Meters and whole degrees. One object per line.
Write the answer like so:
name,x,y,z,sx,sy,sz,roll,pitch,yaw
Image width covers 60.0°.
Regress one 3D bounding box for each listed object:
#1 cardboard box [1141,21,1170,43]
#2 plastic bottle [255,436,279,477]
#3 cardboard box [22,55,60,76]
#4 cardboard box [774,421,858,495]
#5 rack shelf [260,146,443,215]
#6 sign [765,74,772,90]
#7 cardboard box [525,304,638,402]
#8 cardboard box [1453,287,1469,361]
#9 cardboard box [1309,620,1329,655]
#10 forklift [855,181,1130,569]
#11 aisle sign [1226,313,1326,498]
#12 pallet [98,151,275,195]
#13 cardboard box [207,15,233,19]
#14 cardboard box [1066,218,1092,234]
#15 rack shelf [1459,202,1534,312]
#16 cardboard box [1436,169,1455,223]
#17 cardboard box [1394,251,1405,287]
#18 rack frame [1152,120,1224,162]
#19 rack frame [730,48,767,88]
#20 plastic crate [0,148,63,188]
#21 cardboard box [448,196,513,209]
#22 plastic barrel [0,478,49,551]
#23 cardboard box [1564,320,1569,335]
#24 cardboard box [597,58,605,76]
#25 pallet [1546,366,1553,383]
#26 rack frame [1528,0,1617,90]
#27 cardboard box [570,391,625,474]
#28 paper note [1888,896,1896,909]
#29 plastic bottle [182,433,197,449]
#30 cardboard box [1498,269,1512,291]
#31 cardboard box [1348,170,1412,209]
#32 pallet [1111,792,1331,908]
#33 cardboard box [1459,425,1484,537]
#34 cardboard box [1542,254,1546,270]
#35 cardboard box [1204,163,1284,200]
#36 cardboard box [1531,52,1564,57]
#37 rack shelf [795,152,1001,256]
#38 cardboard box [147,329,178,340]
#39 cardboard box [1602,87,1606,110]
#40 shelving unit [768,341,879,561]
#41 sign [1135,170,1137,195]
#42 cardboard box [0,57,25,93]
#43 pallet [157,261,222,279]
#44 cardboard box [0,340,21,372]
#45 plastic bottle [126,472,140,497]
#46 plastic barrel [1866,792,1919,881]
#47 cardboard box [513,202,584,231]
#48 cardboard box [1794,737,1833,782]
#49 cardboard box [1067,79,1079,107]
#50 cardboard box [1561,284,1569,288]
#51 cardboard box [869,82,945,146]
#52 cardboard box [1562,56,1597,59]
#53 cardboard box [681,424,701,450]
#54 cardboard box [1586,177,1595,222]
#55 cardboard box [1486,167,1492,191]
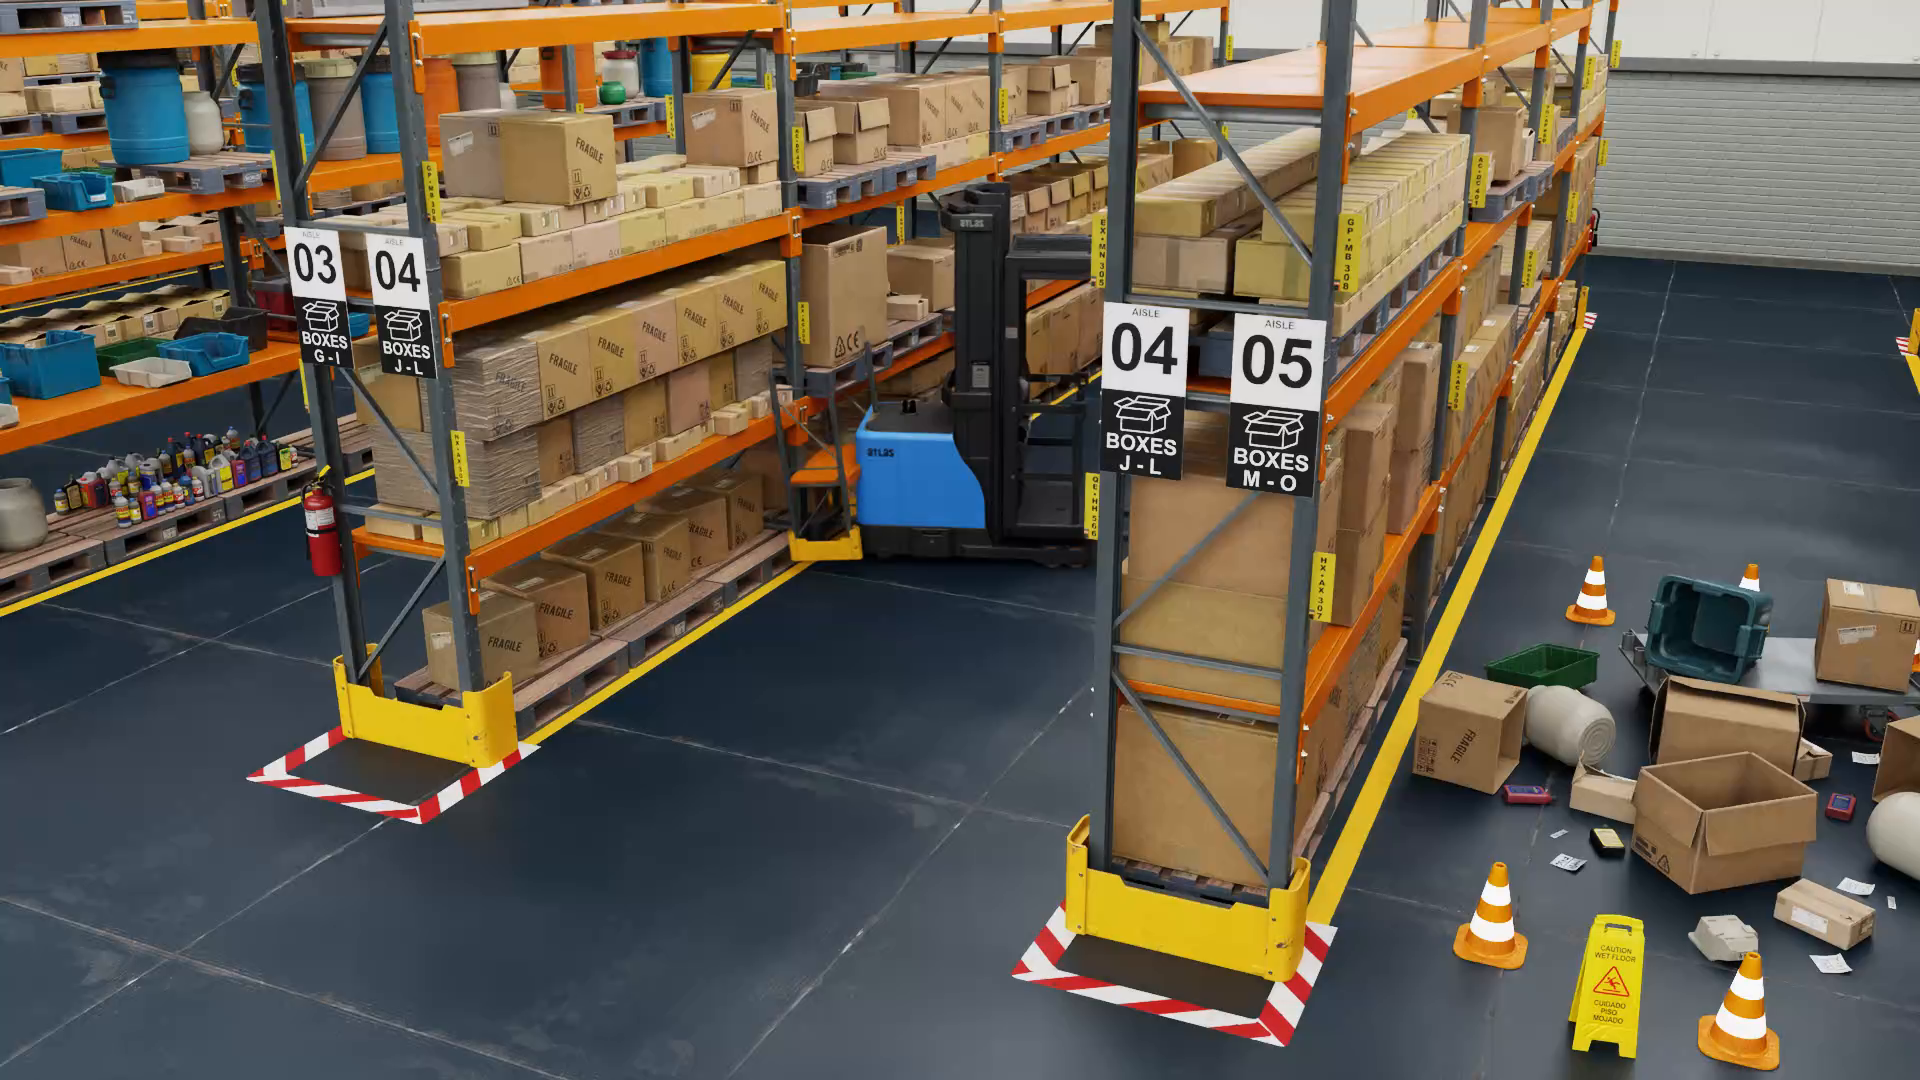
cardboard box,2.359,-6.466,21.153,0.500,0.250,0.500,8,21,21
plastic bottle,-6.238,-0.757,14.919,0.144,0.351,0.185,8,21,21
cardboard box,-13.084,-6.777,23.266,0.700,0.500,0.500,10,22,25
cardboard box,-1.235,-0.713,14.570,0.700,0.500,0.500,8,21,22
rack shelf,-5.419,-3.720,16.551,1.077,0.370,4.000,9,21,23
sign,-2.461,-5.822,21.372,0.100,0.325,0.005,9,21,23
cardboard box,-2.468,-1.226,10.855,0.500,0.500,0.500,9,21,23
cardboard box,3.379,-1.626,12.424,0.700,0.500,0.500,9,21,23
cardboard box,1.443,0.218,8.656,0.875,0.550,0.550,9,21,23
forklift,0.699,-1.339,13.360,3.031,2.935,1.130,2,20,5
aisle sign,1.371,-0.583,7.251,0.394,0.787,0.004,9,21,23
pallet,-6.444,-3.125,14.085,1.213,0.211,1.003,9,21,23
cardboard box,-11.452,-7.960,25.727,0.500,0.500,0.500,8,21,22
cardboard box,1.198,-3.356,18.780,0.500,0.500,0.500,8,21,22
rack shelf,3.584,-2.329,12.639,1.077,0.370,4.000,9,21,23
cardboard box,2.590,-2.031,9.731,0.500,0.250,0.500,8,21,22
cardboard box,2.076,-1.407,8.572,0.380,0.149,0.250,8,21,22
rack frame,3.195,-5.023,23.617,1.000,3.000,0.127,9,21,23
rack frame,-2.962,-7.307,21.085,1.000,3.000,0.127,9,21,23
plastic crate,-7.369,-2.842,13.031,0.392,0.384,0.575,9,21,23
cardboard box,-3.006,-2.091,10.524,0.380,0.149,0.250,9,21,23
plastic barrel,-7.471,-0.203,13.148,0.421,0.512,0.421,0,20,0
cardboard box,7.317,-2.652,20.577,0.380,0.149,0.250,8,21,20
cardboard box,-5.811,-7.533,26.422,0.500,0.250,0.500,9,21,23
pallet,6.283,-1.986,19.237,1.003,0.211,1.213,9,21,23
rack frame,7.679,-7.139,20.612,1.000,3.000,0.127,9,21,23
cardboard box,-2.767,-0.800,11.149,0.875,0.500,0.500,9,21,23
paper note,4.848,1.886,8.651,0.032,0.001,0.123,9,21,23
plastic bottle,-6.947,-0.804,15.050,0.144,0.351,0.185,9,22,24
cardboard box,4.770,-2.342,14.939,0.380,0.149,0.250,9,21,23
cardboard box,2.075,-1.783,8.439,0.380,0.149,0.250,8,21,22
pallet,1.383,1.638,9.048,1.003,0.211,1.213,9,21,23
cardboard box,3.716,-0.563,13.805,1.050,0.750,0.750,9,21,24
cardboard box,5.953,-2.941,17.509,0.380,0.149,0.250,9,21,23
cardboard box,1.476,-1.875,8.696,0.380,0.149,0.250,8,21,22
cardboard box,7.338,-6.010,20.798,0.380,0.149,0.250,8,21,22
rack shelf,-0.900,-3.041,14.640,1.077,0.370,4.000,9,21,23
cardboard box,-9.527,-2.335,19.535,0.500,0.250,0.500,9,22,24
cardboard box,7.734,-5.479,20.646,0.500,0.250,0.500,8,21,22
shelving unit,-1.015,-0.730,13.390,0.587,1.500,1.083,-1,20,15
sign,2.056,-4.237,19.797,0.100,0.325,0.005,9,21,23
cardboard box,-10.254,-4.970,17.468,0.500,0.500,0.500,11,22,28
pallet,-12.247,-4.280,25.687,1.003,0.211,1.213,9,21,23
cardboard box,-10.359,-1.974,17.683,0.500,0.311,0.500,9,21,23
plastic bottle,-7.146,-0.486,14.378,0.097,0.201,0.097,0,20,0
plastic barrel,5.149,1.602,8.832,0.421,0.421,0.512,-9,22,-24
cardboard box,-2.568,-2.022,10.331,0.380,0.149,0.250,8,21,23
cardboard box,5.030,1.247,10.065,0.258,0.266,0.396,-5,20,-15
cardboard box,1.026,-5.047,18.713,0.500,0.311,0.500,8,21,21
cardboard box,7.538,-3.181,21.178,0.380,0.149,0.250,9,21,24
cardboard box,-0.465,-3.786,14.766,0.500,0.500,0.500,9,21,24
cardboard box,7.516,-5.796,20.195,0.380,0.149,0.250,8,21,21
cardboard box,-2.096,-0.755,11.991,0.380,0.149,0.250,9,21,23
cardboard box,7.729,-4.327,21.065,0.500,0.500,0.500,9,21,24
cardboard box,3.576,-2.576,11.859,0.380,0.149,0.250,9,21,23
